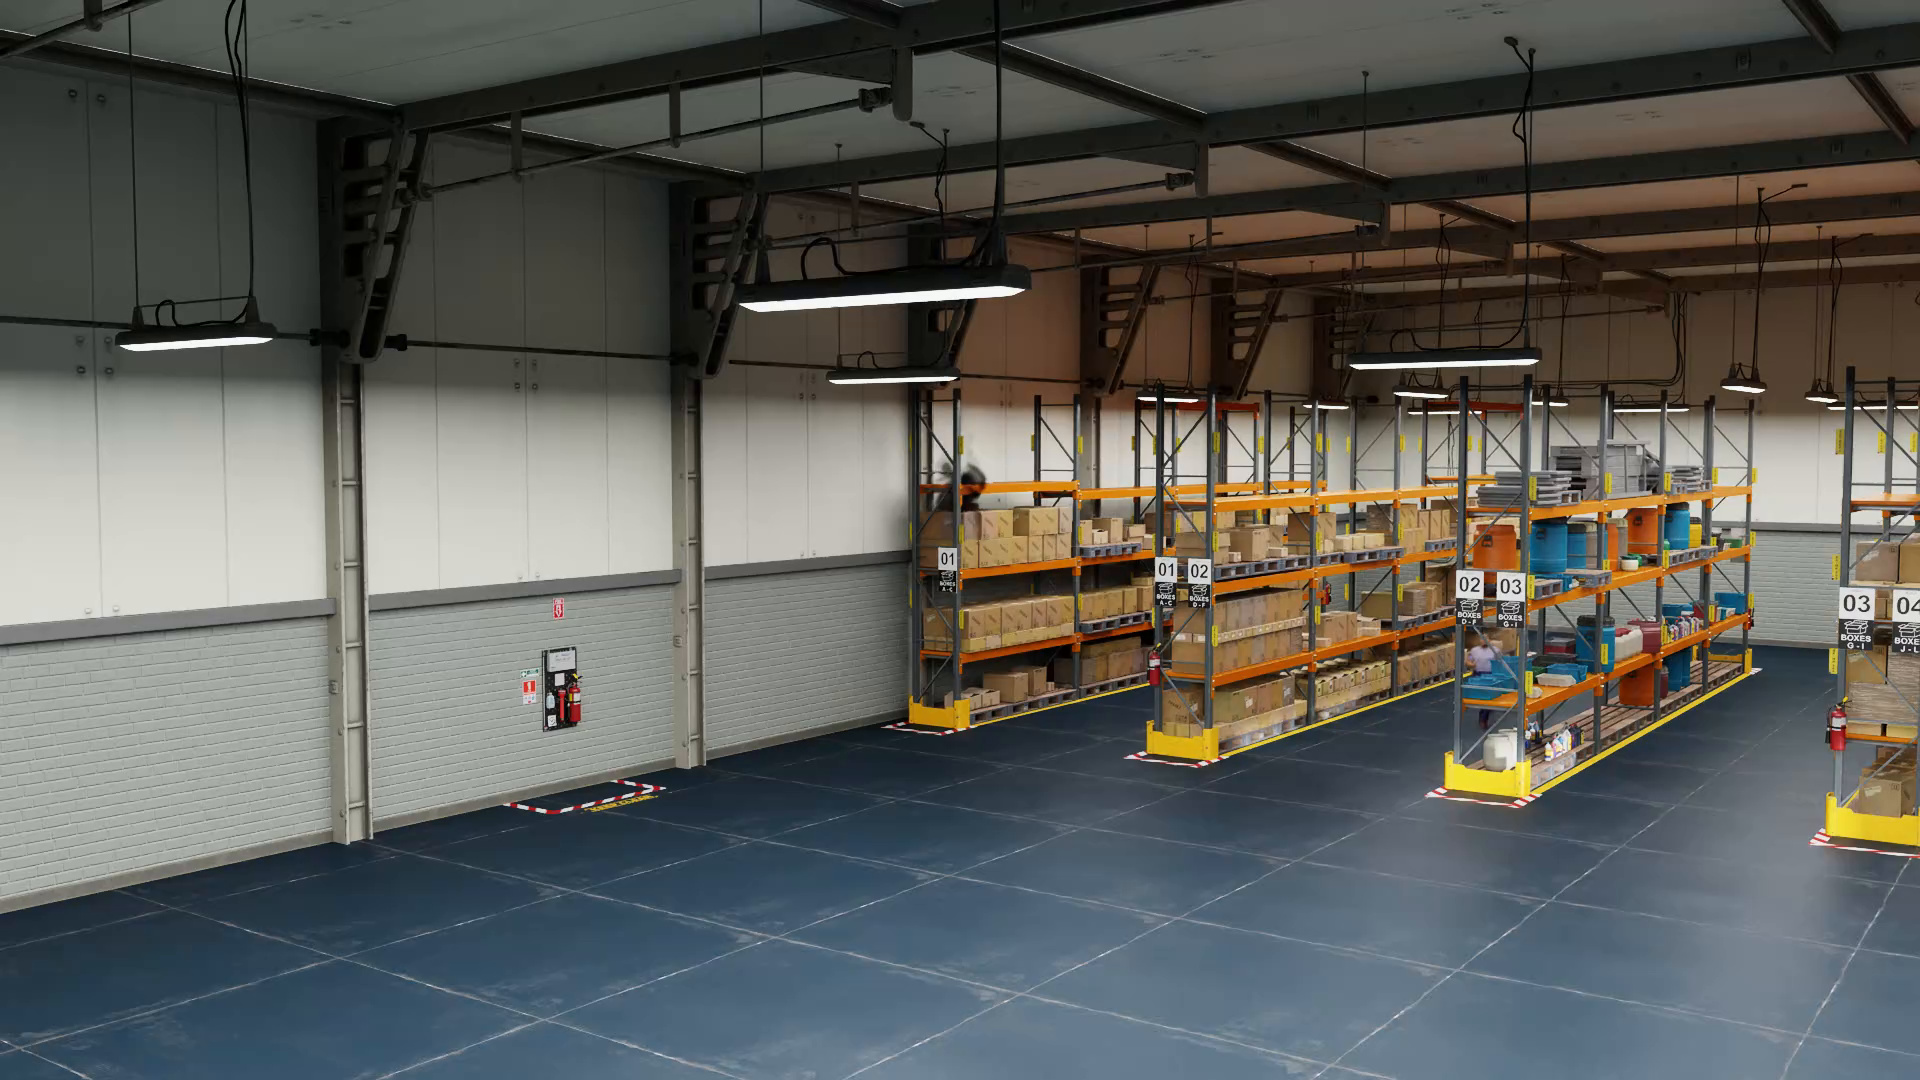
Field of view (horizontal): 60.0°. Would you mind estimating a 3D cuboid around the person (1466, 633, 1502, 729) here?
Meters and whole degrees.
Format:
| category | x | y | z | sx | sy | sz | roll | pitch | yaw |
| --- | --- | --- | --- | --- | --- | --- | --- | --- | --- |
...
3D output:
| category | x | y | z | sx | sy | sz | roll | pitch | yaw |
| --- | --- | --- | --- | --- | --- | --- | --- | --- | --- |
| person | 9.283 | 2.474 | 29.485 | 0.608 | 1.647 | 0.842 | 2 | 4 | 29 |
